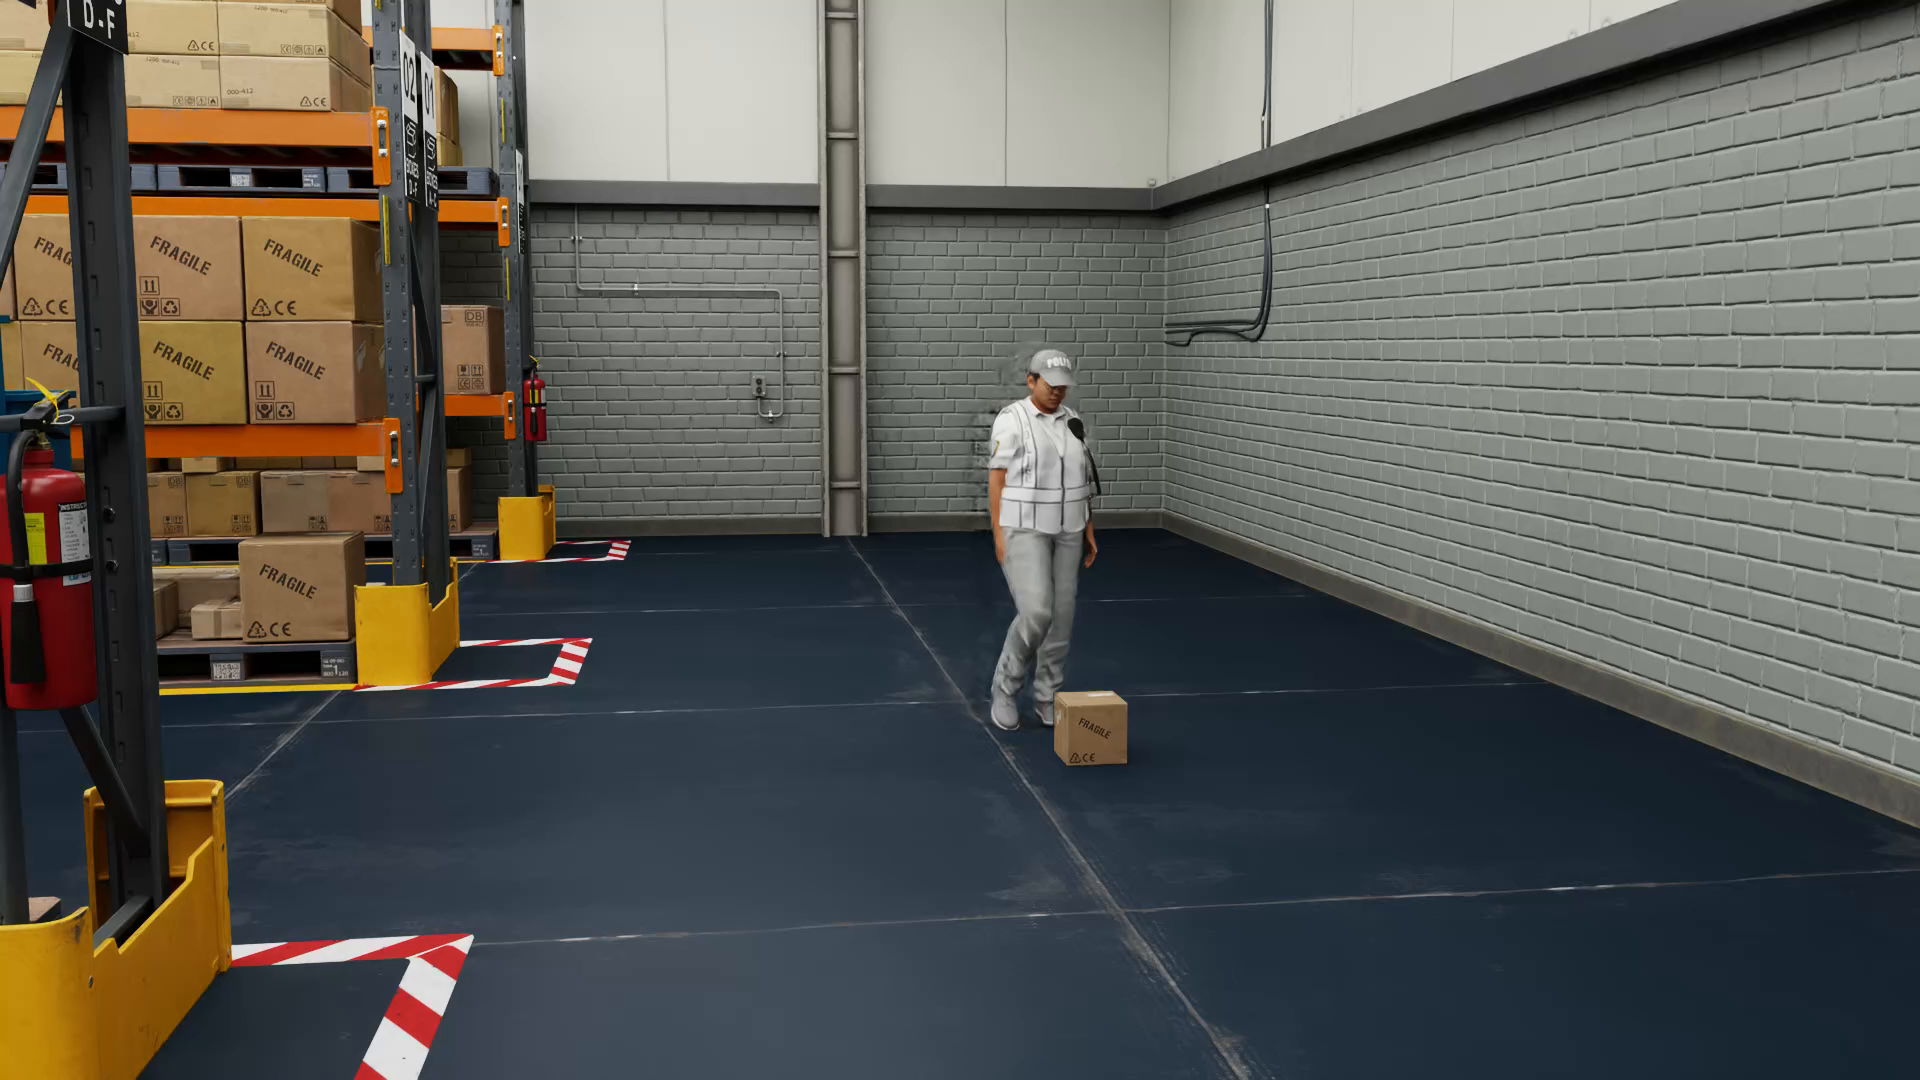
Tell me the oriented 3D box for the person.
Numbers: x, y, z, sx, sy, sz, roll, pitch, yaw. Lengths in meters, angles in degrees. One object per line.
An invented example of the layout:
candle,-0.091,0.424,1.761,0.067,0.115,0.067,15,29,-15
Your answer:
person,0.375,-0.005,7.354,0.521,1.671,0.459,-4,8,-30
